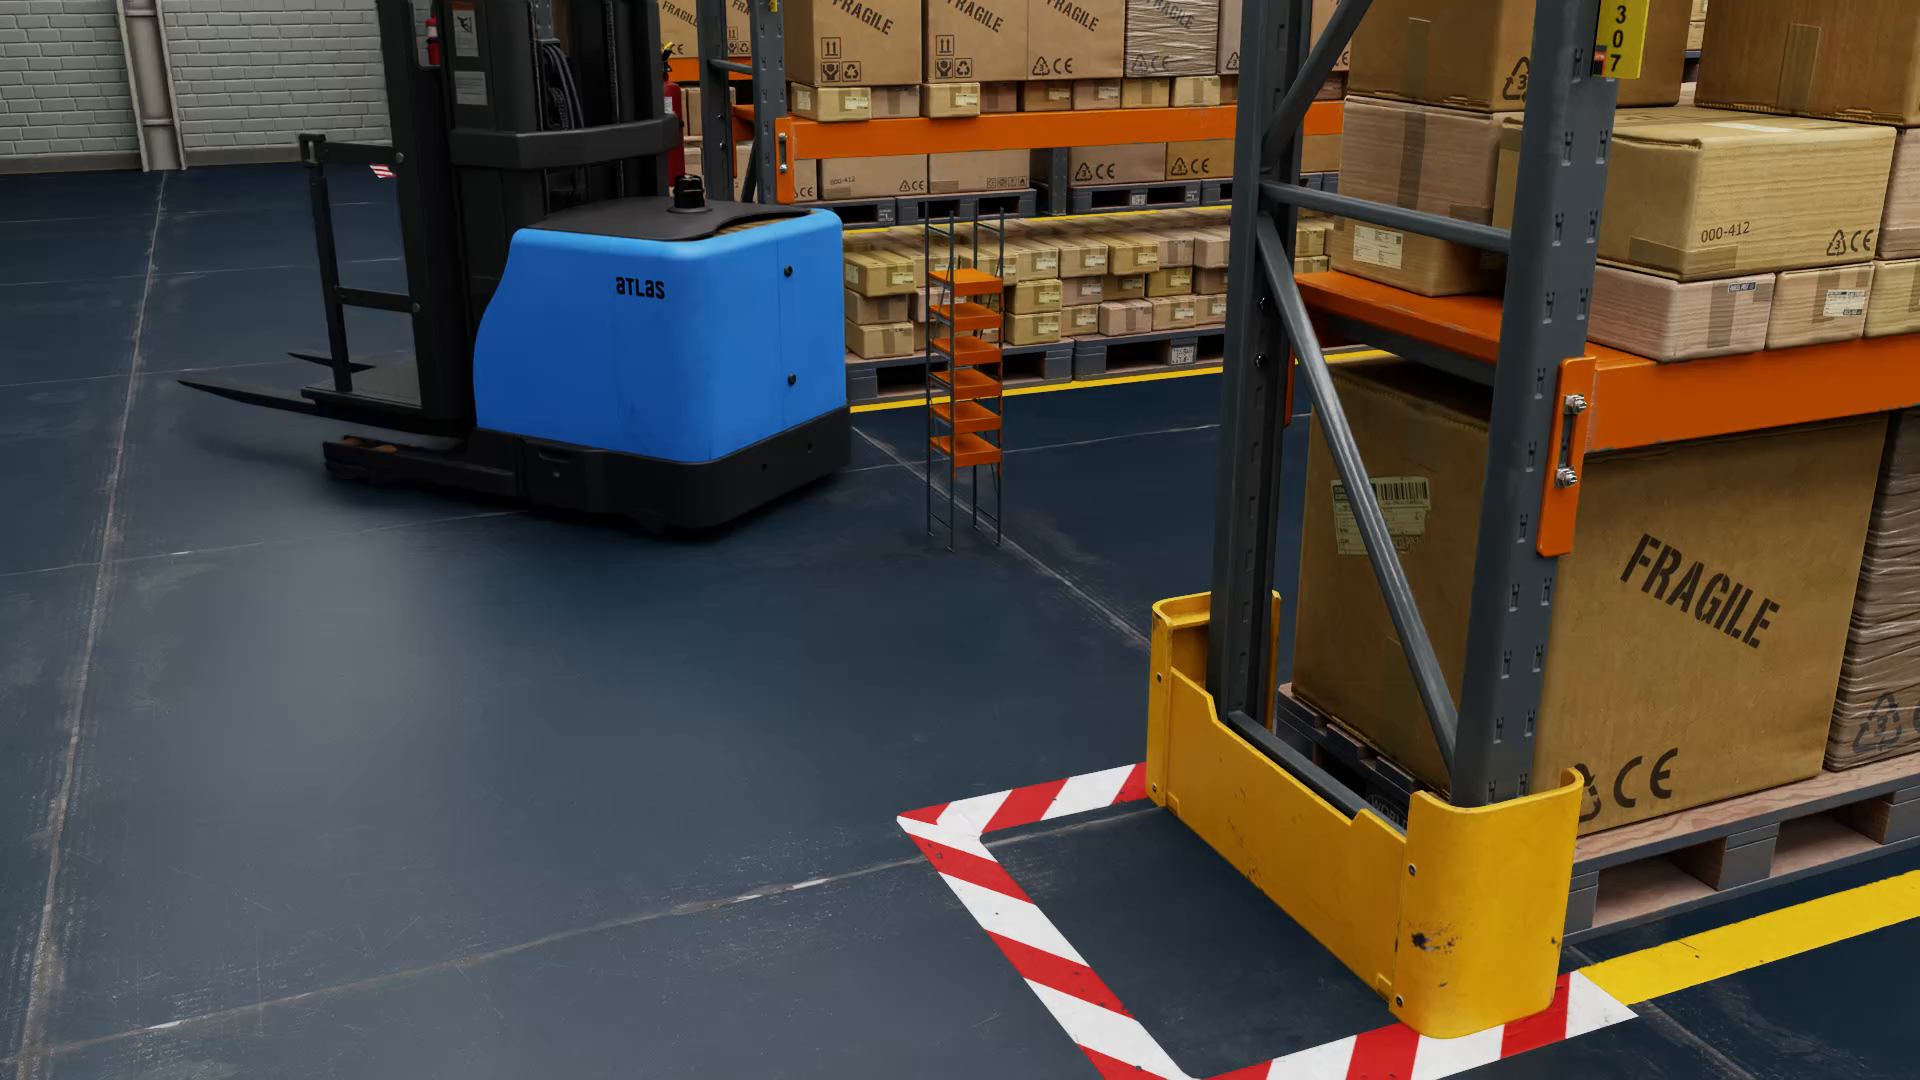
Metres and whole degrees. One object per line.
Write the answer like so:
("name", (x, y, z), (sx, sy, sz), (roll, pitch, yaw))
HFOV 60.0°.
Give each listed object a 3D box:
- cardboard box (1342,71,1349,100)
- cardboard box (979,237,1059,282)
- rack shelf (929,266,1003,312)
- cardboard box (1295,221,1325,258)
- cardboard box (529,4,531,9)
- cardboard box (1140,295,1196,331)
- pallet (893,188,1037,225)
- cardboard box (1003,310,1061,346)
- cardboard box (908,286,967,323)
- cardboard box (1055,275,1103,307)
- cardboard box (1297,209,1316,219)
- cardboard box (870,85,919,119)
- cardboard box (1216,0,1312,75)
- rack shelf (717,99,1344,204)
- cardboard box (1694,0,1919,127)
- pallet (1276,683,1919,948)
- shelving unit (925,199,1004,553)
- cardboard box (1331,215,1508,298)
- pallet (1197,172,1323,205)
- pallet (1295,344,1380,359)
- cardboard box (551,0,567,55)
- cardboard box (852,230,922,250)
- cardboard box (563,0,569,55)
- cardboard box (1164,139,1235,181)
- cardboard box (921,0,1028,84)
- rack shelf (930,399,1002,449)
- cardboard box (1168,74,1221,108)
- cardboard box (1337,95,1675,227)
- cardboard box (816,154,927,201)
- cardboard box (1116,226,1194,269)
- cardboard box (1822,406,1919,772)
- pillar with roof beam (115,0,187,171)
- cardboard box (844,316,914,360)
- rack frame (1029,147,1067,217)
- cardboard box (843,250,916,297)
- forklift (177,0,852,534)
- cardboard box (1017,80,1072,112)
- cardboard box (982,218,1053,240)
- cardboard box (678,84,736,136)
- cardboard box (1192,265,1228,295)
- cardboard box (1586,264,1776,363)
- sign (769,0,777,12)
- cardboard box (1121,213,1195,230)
("cardboard box", (2.029, -2.376, 8.633), (0.250, 0.149, 0.380), (-7, 21, -20))
("cardboard box", (0.286, -1.386, 8.206), (0.250, 0.149, 0.380), (-9, 21, -25))
("rack shelf", (0.013, -0.866, 5.723), (0.180, 0.103, 0.258), (-8, 21, -22))
("cardboard box", (1.723, -1.605, 8.828), (0.250, 0.149, 0.380), (-7, 21, -20))
("cardboard box", (-4.049, -5.285, 16.292), (0.500, 0.250, 0.500), (-8, 21, -21))
("cardboard box", (1.011, -1.194, 8.557), (0.250, 0.149, 0.380), (-8, 21, -22))
("pallet", (-0.122, -2.793, 13.636), (1.213, 0.211, 1.003), (-8, 21, -22))
("cardboard box", (0.307, -1.081, 8.235), (0.250, 0.149, 0.380), (-8, 21, -21))
("cardboard box", (-0.156, -1.165, 8.026), (0.250, 0.149, 0.380), (-8, 21, -22))
("cardboard box", (0.519, -1.289, 8.378), (0.250, 0.149, 0.380), (-9, 21, -25))
("cardboard box", (1.773, -1.773, 9.306), (0.250, 0.149, 0.380), (-8, 21, -23))
("cardboard box", (-0.367, -2.032, 7.655), (0.250, 0.149, 0.380), (-7, 21, -20))
("cardboard box", (1.394, -2.593, 8.270), (0.500, 0.500, 0.500), (-8, 21, -22))
("rack shelf", (0.824, -2.085, 8.512), (4.000, 0.370, 1.077), (-8, 21, -22))
("cardboard box", (1.867, -1.106, 3.295), (0.500, 0.500, 0.500), (-9, 21, -23))
("pallet", (1.563, 0.550, 4.141), (1.213, 0.211, 1.003), (-8, 21, -22))
("shelving unit", (0.013, -0.568, 5.828), (0.189, 1.200, 0.258), (-8, 21, -22))
("cardboard box", (1.056, -0.665, 3.771), (0.250, 0.149, 0.380), (-8, 21, -21))
("pallet", (2.408, -3.155, 14.665), (1.213, 0.211, 1.003), (-8, 21, -22))
("pallet", (2.058, -1.273, 9.321), (1.213, 0.211, 1.003), (-8, 21, -22))
("cardboard box", (-2.728, -3.849, 12.287), (0.500, 0.500, 0.500), (-8, 21, -22))
("cardboard box", (-0.373, -1.458, 8.411), (0.250, 0.149, 0.380), (-8, 21, -21))
("cardboard box", (-2.511, -3.681, 11.809), (0.500, 0.500, 0.500), (-8, 21, -22))
("cardboard box", (1.971, -3.607, 14.317), (0.875, 0.875, 0.875), (-8, 21, -20))
("cardboard box", (-0.009, -2.402, 7.729), (0.500, 0.500, 0.500), (-8, 21, -22))
("rack shelf", (0.013, -0.413, 5.883), (0.180, 0.103, 0.258), (-8, 21, -22))
("cardboard box", (1.084, -2.233, 8.225), (0.250, 0.149, 0.380), (-8, 21, -21))
("cardboard box", (1.200, -0.850, 3.698), (0.500, 0.250, 0.500), (-9, 21, -23))
("cardboard box", (-0.834, -3.006, 13.268), (0.875, 0.438, 0.875), (-9, 21, -24))
("cardboard box", (0.997, -1.502, 8.537), (0.250, 0.149, 0.380), (-8, 21, -22))
("cardboard box", (2.251, -0.060, 4.243), (0.875, 0.875, 0.875), (-8, 21, -22))
("pillar with roof beam", (-6.163, -6.608, 11.240), (0.400, 9.000, 9.100), (-8, 21, -22))
("cardboard box", (-0.404, -0.986, 7.967), (0.250, 0.149, 0.380), (-8, 21, -21))
("rack frame", (0.607, -4.184, 13.389), (0.127, 3.000, 1.000), (-8, 21, -22))
("cardboard box", (-0.396, -1.261, 7.851), (0.250, 0.149, 0.380), (-9, 21, -24))
("forklift", (-1.980, -1.736, 6.540), (3.031, 2.935, 1.130), (10, 22, 27))
("cardboard box", (0.343, -2.155, 8.005), (0.250, 0.149, 0.380), (-8, 21, -22))
("cardboard box", (0.302, -1.598, 8.809), (0.250, 0.149, 0.380), (-7, 21, -20))
("cardboard box", (-2.683, -4.479, 17.357), (0.500, 0.500, 0.700), (-9, 21, -24))
("cardboard box", (1.265, -1.392, 8.670), (0.250, 0.149, 0.380), (-9, 21, -24))
("cardboard box", (1.316, -0.463, 3.200), (0.250, 0.149, 0.380), (-8, 21, -21))
("sign", (-0.797, -2.405, 7.031), (0.005, 0.325, 0.100), (-8, 21, -22))
("cardboard box", (1.059, -1.662, 8.992), (0.250, 0.149, 0.380), (-9, 21, -24))
